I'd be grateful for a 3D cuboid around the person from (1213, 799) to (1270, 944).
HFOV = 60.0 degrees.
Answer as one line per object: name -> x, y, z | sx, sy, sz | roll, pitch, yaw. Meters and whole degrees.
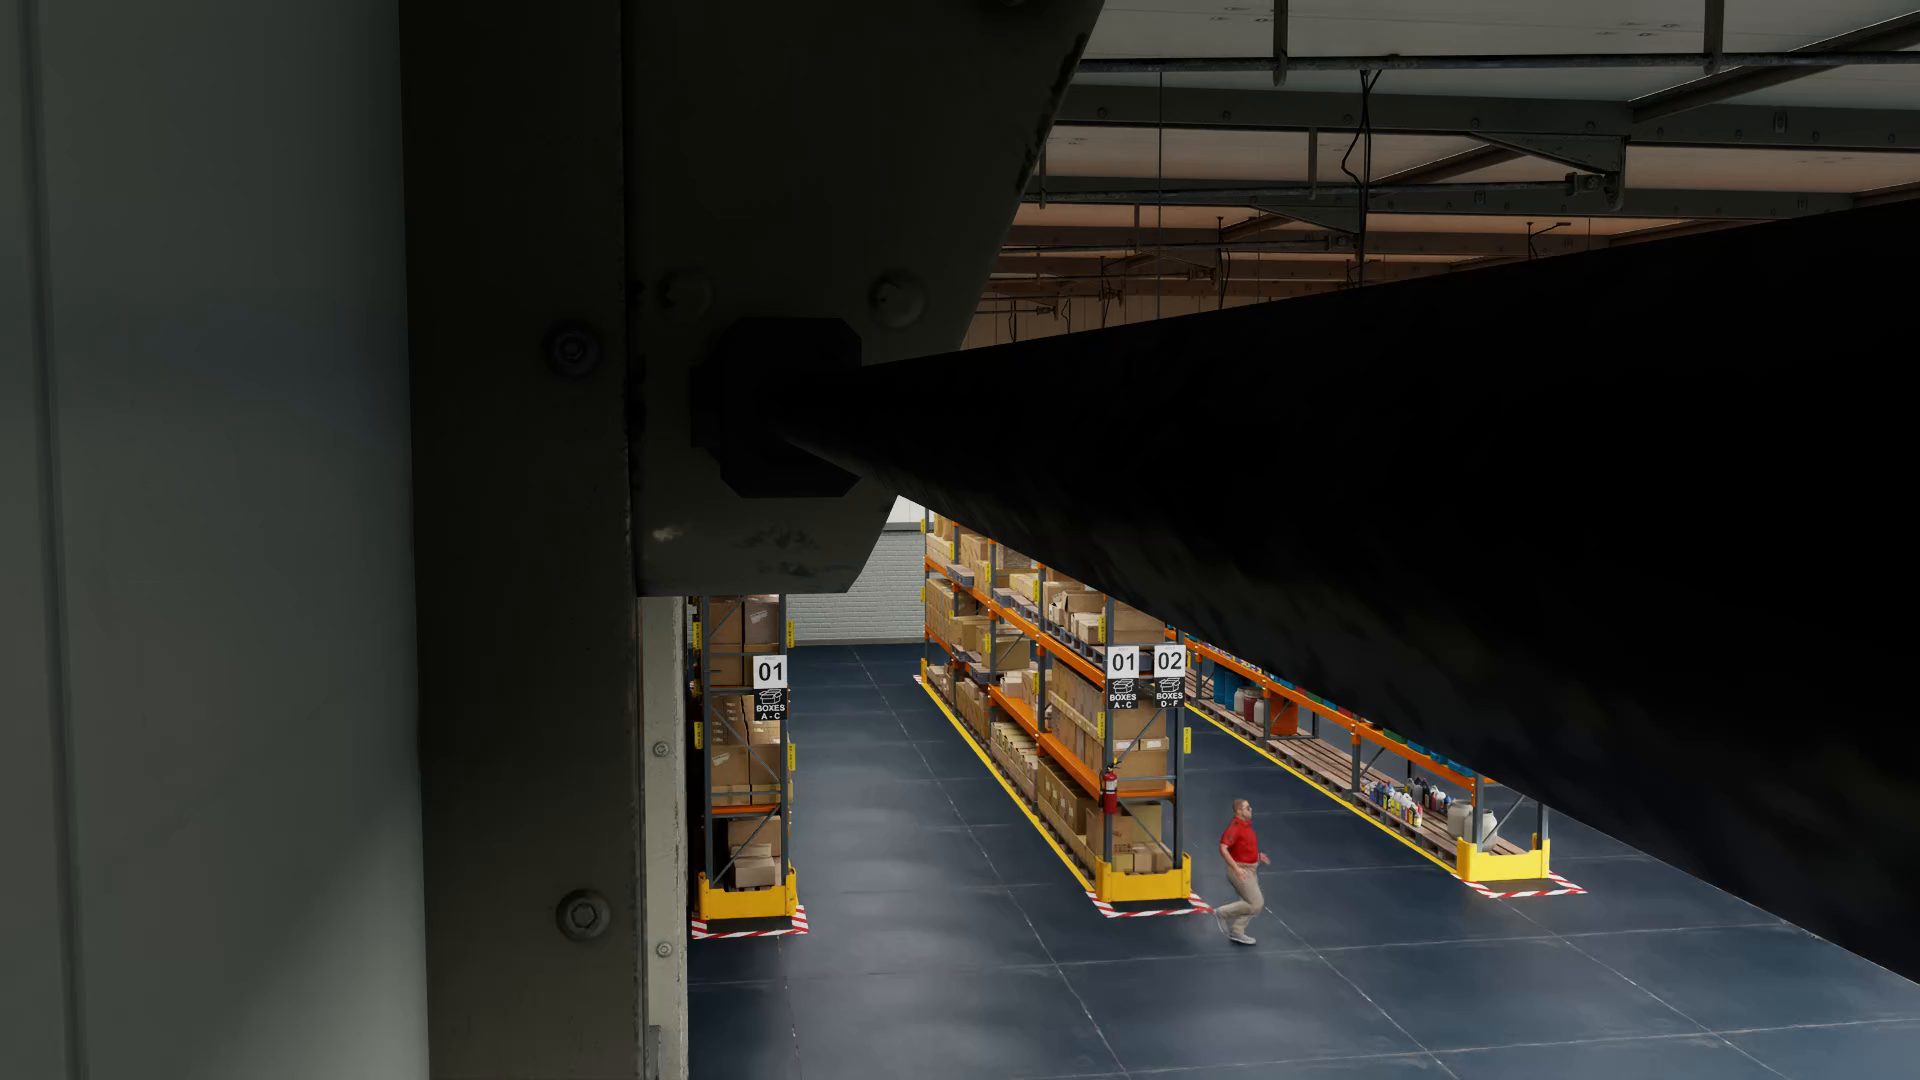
person -> 3.254, 3.815, 19.160 | 0.599, 1.681, 0.673 | 2, 5, 21
